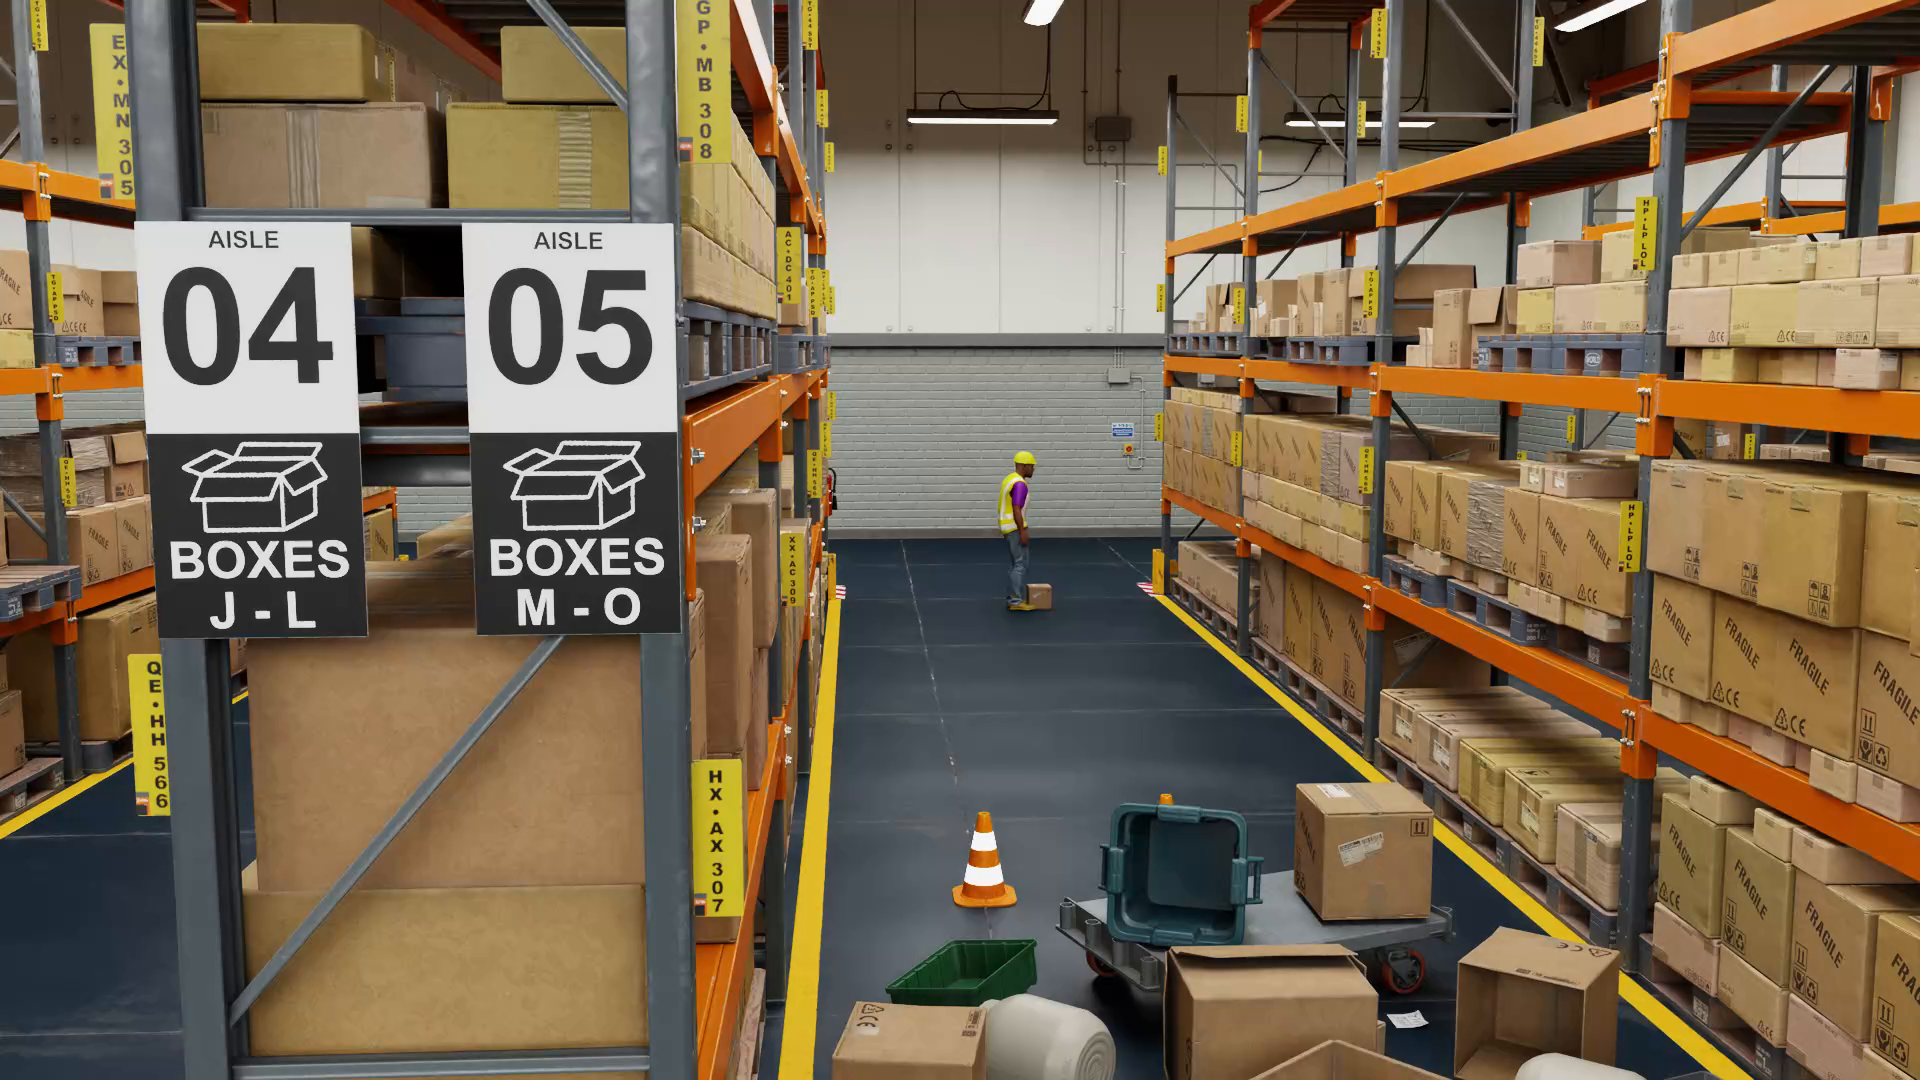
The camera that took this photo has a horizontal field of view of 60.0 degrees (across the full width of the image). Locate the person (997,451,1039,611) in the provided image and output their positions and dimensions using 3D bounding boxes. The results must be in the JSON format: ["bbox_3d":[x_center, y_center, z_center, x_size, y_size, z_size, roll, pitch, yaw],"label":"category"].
[{"bbox_3d":[0.656,-0.110,18.588,0.462,1.759,0.622,-1,7,-6],"label":"person"}]
